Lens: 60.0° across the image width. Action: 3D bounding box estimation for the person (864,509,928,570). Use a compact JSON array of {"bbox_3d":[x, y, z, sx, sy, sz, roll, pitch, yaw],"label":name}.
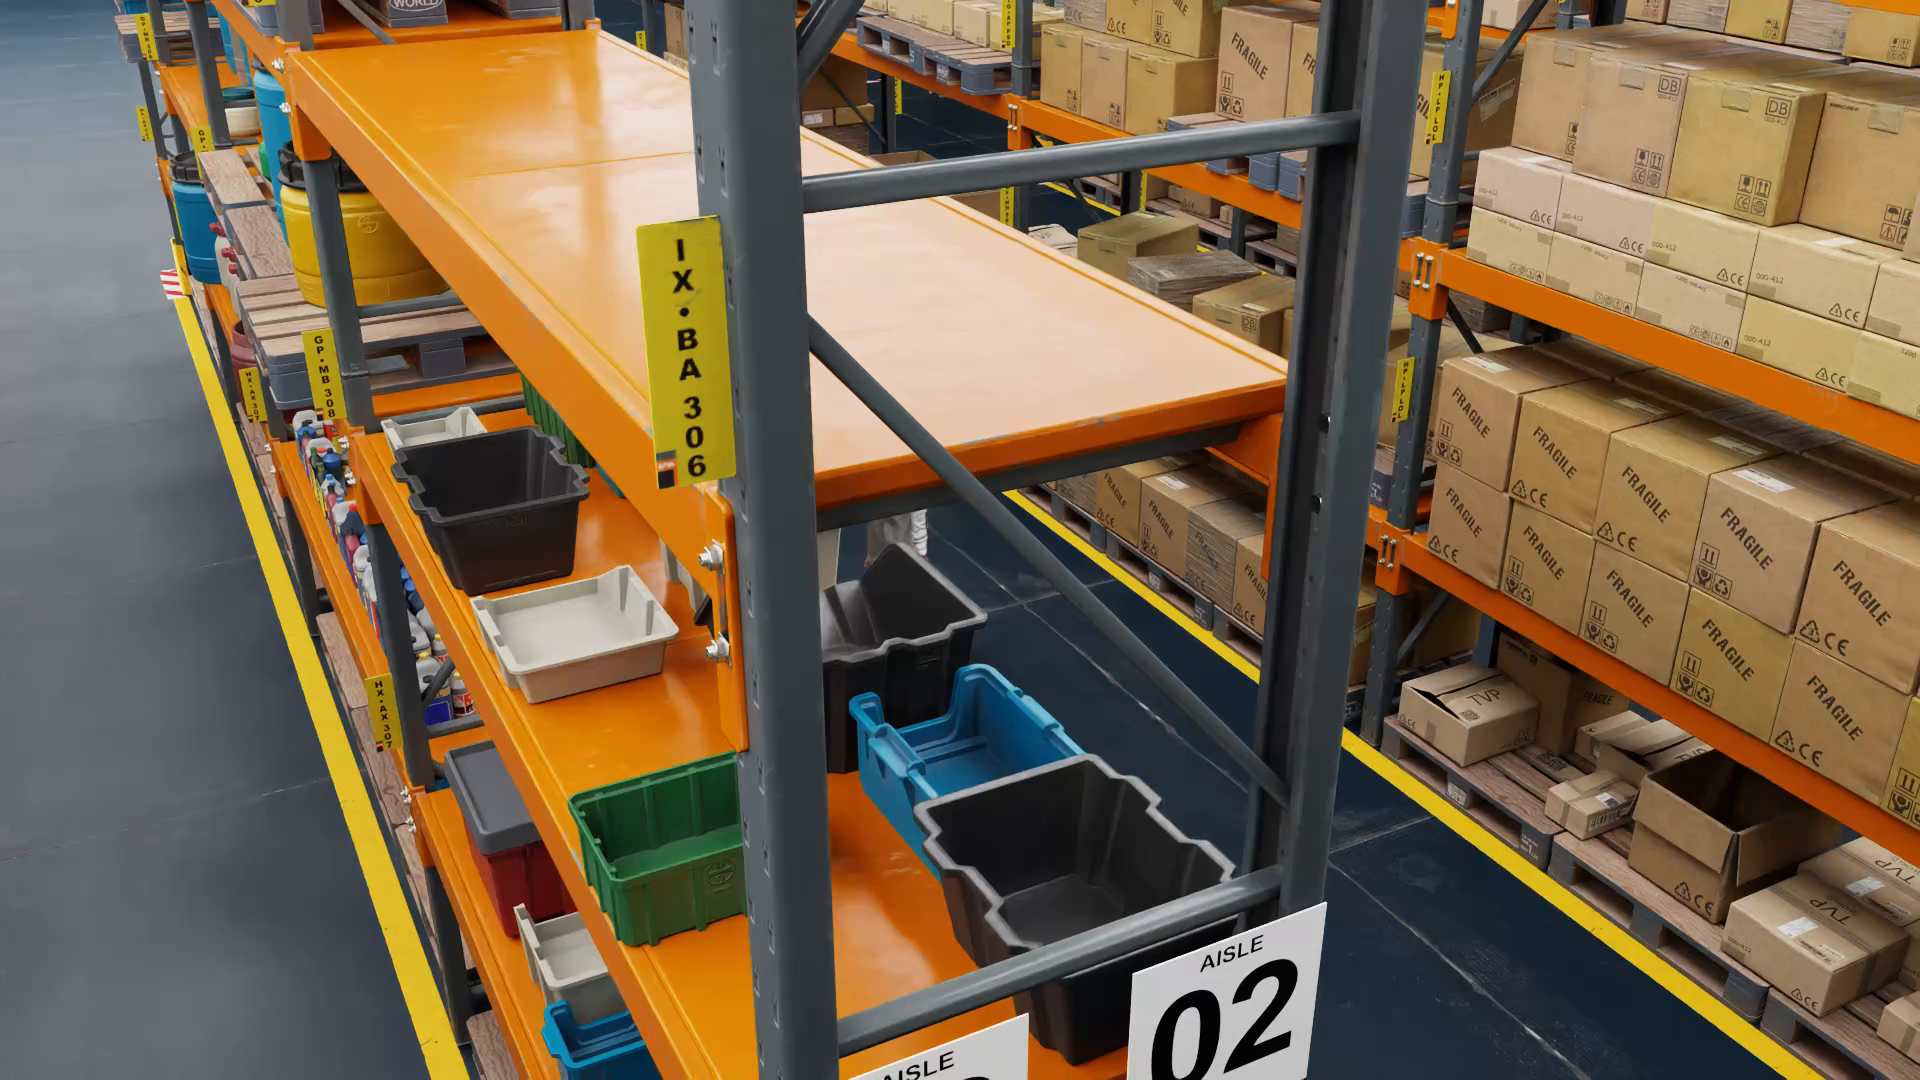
[{"bbox_3d":[-0.353,0.117,9.348,0.557,1.587,0.433,-19,32,-34],"label":"person"}]
